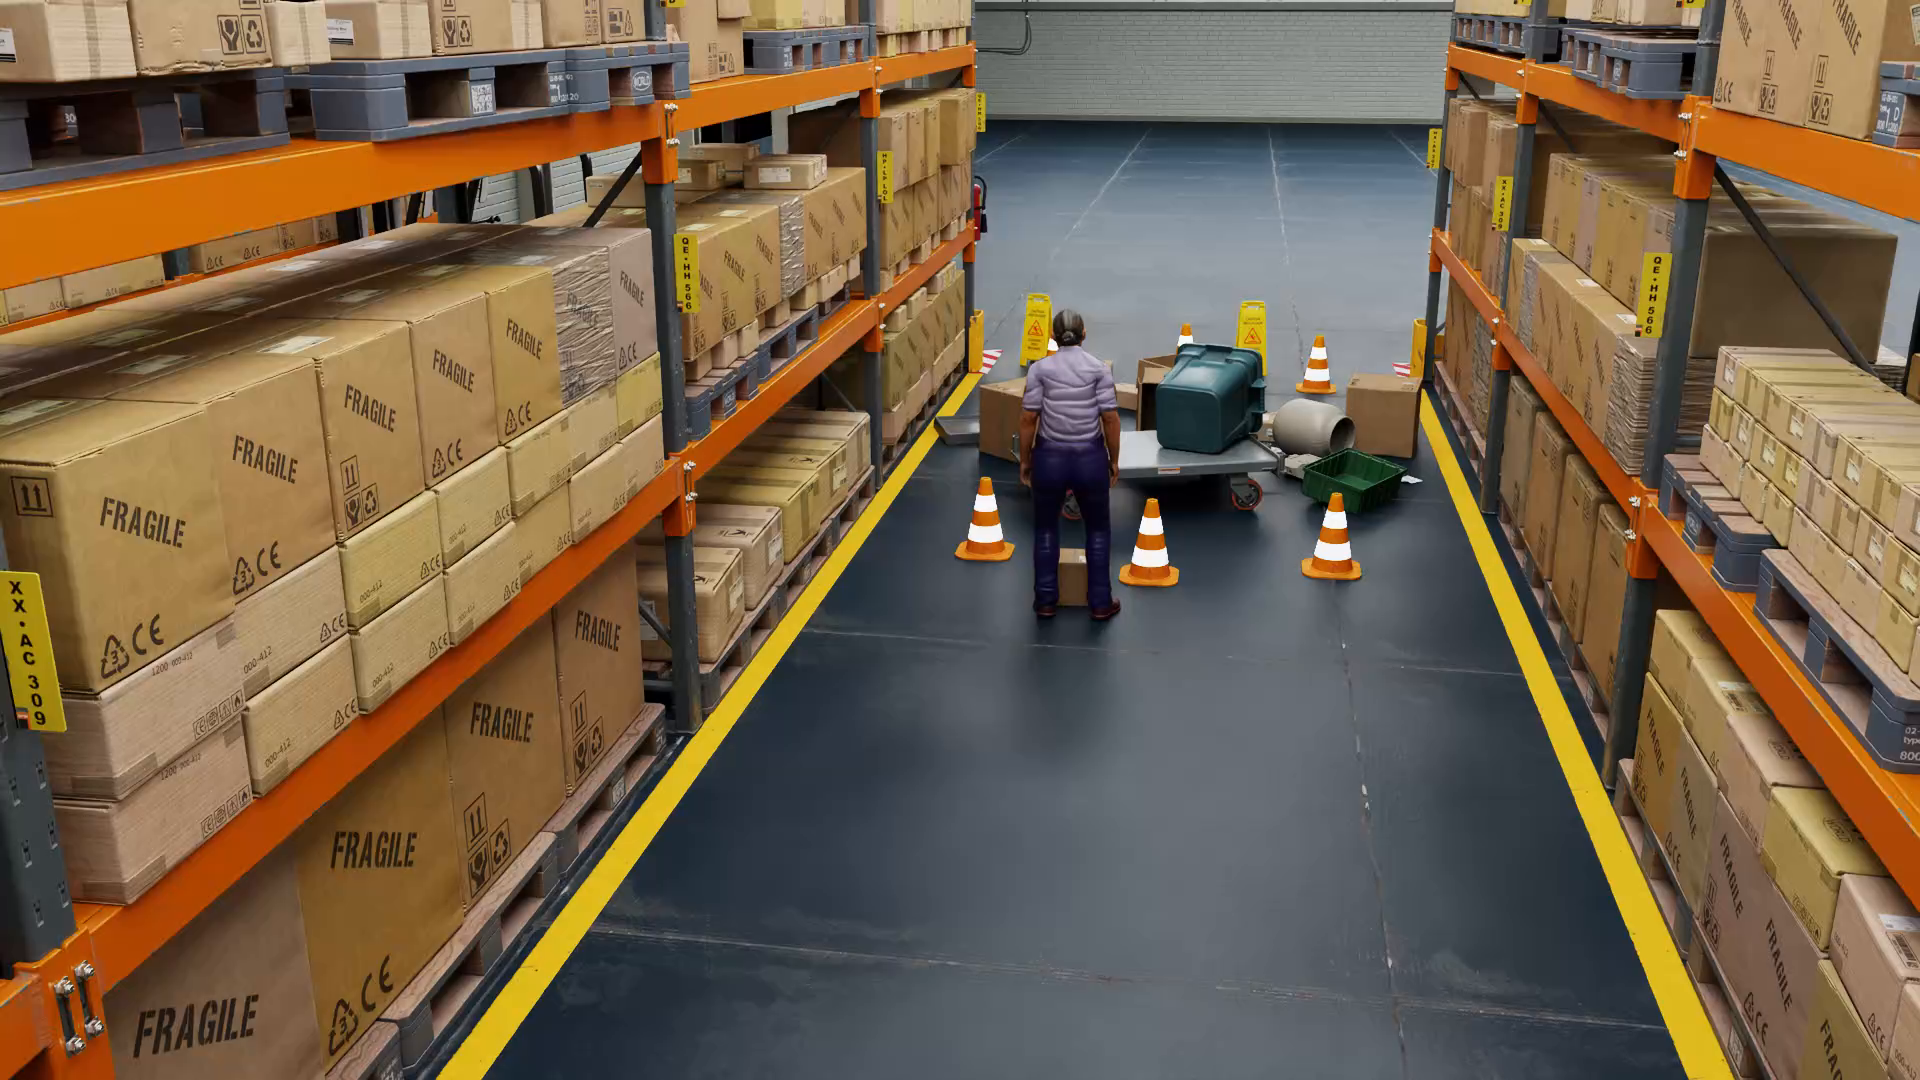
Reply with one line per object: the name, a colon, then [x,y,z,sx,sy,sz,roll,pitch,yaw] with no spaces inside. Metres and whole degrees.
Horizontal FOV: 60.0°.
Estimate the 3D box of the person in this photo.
person: [0.590,-0.388,8.760,0.564,1.651,0.367,2,18,6]
